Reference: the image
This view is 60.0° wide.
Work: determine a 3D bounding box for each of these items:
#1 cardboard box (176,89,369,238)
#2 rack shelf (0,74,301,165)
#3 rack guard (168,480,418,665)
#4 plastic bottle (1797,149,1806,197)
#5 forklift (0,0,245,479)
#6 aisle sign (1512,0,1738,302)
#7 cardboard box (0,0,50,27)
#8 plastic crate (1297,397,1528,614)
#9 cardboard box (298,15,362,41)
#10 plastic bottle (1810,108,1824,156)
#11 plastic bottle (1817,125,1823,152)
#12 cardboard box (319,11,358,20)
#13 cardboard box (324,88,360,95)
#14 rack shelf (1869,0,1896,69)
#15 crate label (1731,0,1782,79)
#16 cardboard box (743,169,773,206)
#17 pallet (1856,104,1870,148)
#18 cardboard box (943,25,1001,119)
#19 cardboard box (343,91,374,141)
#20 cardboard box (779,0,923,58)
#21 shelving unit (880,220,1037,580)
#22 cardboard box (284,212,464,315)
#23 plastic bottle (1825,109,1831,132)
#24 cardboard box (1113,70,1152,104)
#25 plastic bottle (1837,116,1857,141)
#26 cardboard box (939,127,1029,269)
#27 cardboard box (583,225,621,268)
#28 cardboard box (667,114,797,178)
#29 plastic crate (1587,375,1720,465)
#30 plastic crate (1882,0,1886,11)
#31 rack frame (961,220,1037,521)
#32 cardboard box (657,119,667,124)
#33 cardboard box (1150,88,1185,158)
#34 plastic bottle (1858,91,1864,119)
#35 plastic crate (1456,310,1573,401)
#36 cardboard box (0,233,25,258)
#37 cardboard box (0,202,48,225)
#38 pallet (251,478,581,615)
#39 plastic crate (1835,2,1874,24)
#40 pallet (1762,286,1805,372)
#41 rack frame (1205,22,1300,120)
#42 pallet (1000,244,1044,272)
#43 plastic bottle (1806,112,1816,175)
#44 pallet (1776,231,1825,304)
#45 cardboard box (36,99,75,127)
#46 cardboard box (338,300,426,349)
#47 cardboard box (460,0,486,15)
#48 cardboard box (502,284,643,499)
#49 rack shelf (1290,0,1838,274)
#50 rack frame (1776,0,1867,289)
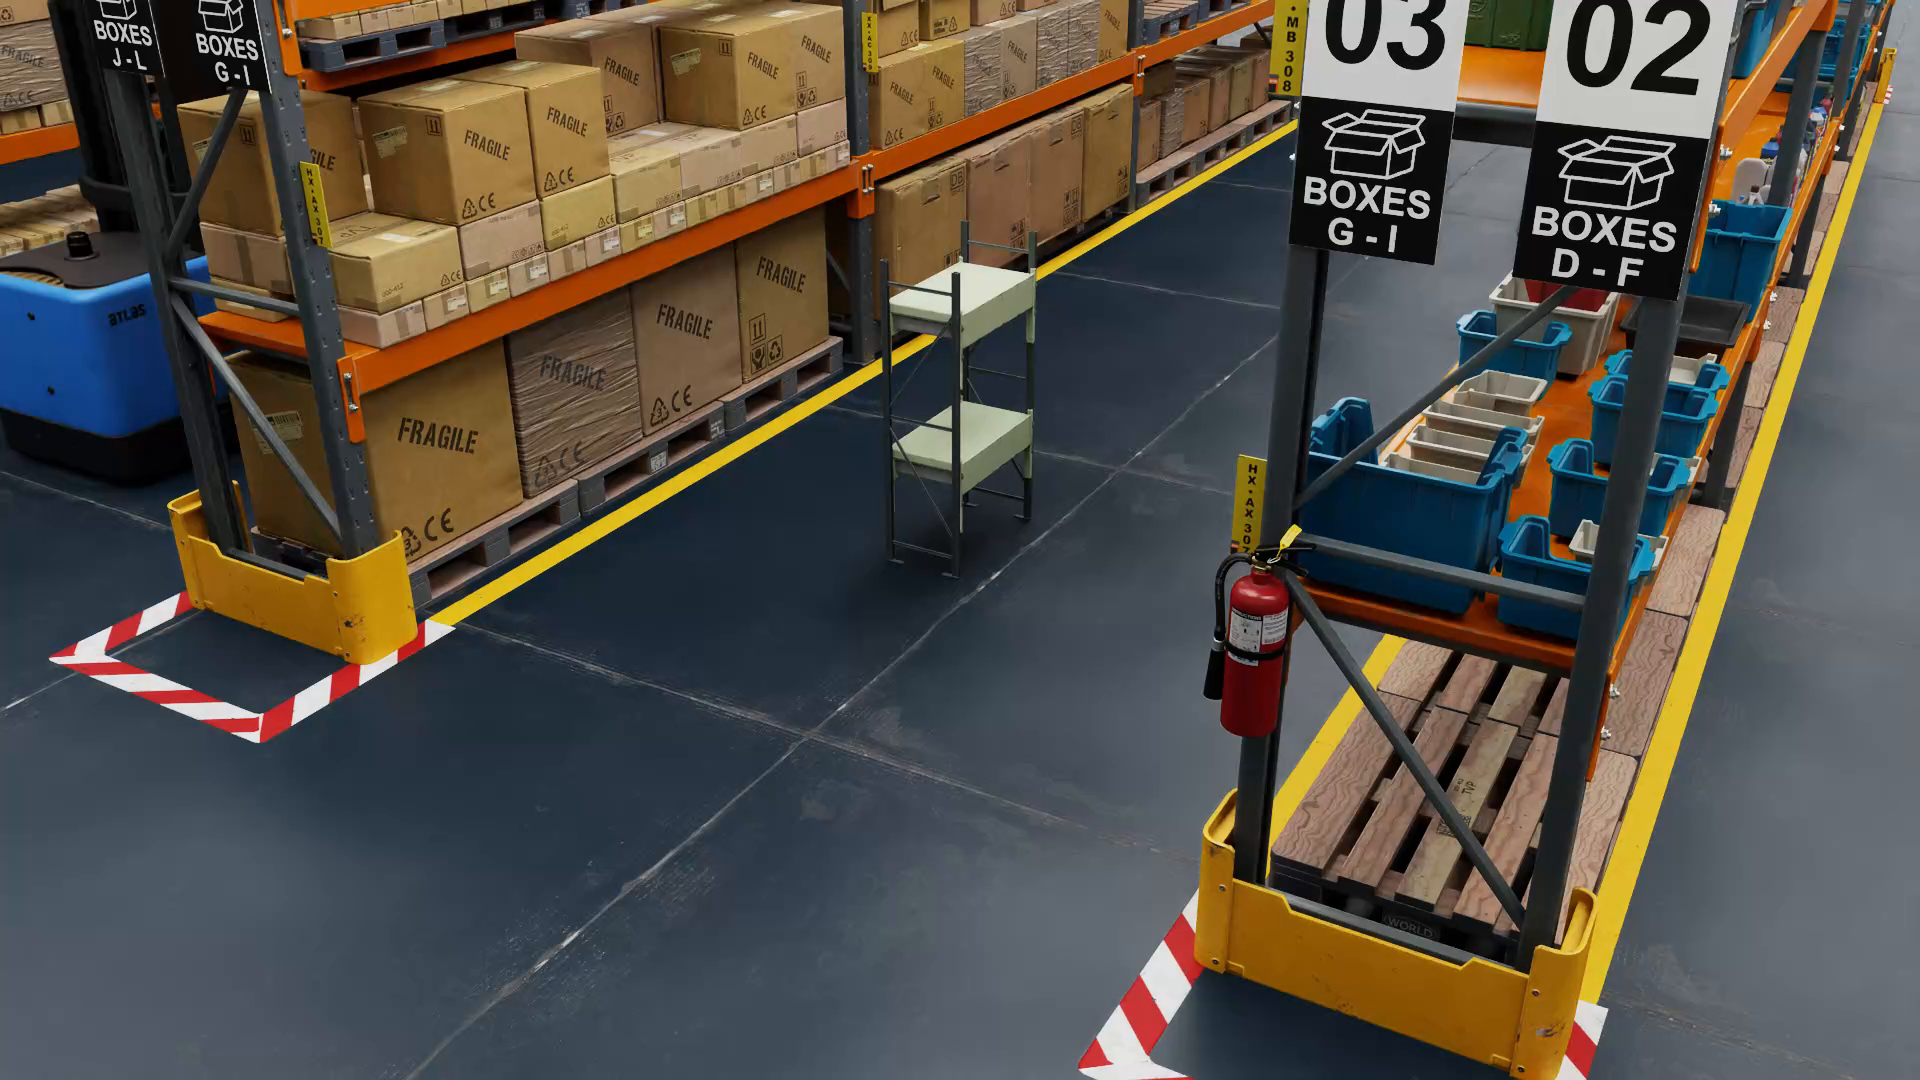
[{"bbox_3d":[-2.958,-1.644,7.181,0.500,0.500,0.500,15,30,27],"label":"cardboard box"},{"bbox_3d":[-6.254,-2.585,10.866,1.077,0.370,4.000,14,30,26],"label":"rack shelf"},{"bbox_3d":[-2.981,0.132,7.428,1.175,0.500,0.348,14,30,26],"label":"rack guard"},{"bbox_3d":[4.521,-1.993,9.024,0.097,0.271,0.097,0,27,0],"label":"plastic bottle"},{"bbox_3d":[-4.098,-2.255,9.480,1.130,2.935,3.031,13,30,25],"label":"forklift"},{"bbox_3d":[1.566,-0.974,3.940,0.394,0.787,0.004,14,30,26],"label":"aisle sign"},{"bbox_3d":[-6.020,-3.463,10.257,0.500,0.500,0.500,13,29,25],"label":"cardboard box"},{"bbox_3d":[1.345,-0.119,5.030,0.616,0.435,0.499,14,30,26],"label":"plastic crate"},{"bbox_3d":[-4.676,-3.813,12.329,0.380,0.149,0.250,13,29,24],"label":"cardboard box"},{"bbox_3d":[5.073,-2.431,9.898,0.097,0.271,0.097,0,27,0],"label":"plastic bottle"},{"bbox_3d":[5.121,-2.437,9.990,0.097,0.201,0.097,0,27,0],"label":"plastic bottle"},{"bbox_3d":[-4.676,-3.946,12.262,0.380,0.149,0.250,15,30,27],"label":"cardboard box"},{"bbox_3d":[-5.124,-3.437,13.251,0.500,0.250,0.500,13,30,25],"label":"cardboard box"},{"bbox_3d":[8.230,-5.039,15.769,1.077,0.370,4.000,14,30,26],"label":"rack shelf"},{"bbox_3d":[2.078,-1.468,4.646,0.408,0.251,0.502,14,30,26],"label":"crate label"},{"bbox_3d":[-1.246,-1.950,9.076,0.380,0.149,0.250,15,30,27],"label":"cardboard box"},{"bbox_3d":[8.212,-4.064,16.133,1.003,0.211,1.213,14,30,26],"label":"pallet"},{"bbox_3d":[-0.064,-3.114,11.008,0.500,0.500,0.500,13,30,25],"label":"cardboard box"},{"bbox_3d":[-4.676,-3.321,13.019,0.500,0.250,0.500,13,29,24],"label":"cardboard box"},{"bbox_3d":[-0.694,-3.298,10.255,0.797,0.503,0.637,13,30,25],"label":"cardboard box"},{"bbox_3d":[0.003,-0.673,7.919,0.431,1.500,0.755,14,30,26],"label":"shelving unit"},{"bbox_3d":[-2.498,-1.189,7.109,0.500,0.250,0.500,13,30,25],"label":"cardboard box"},{"bbox_3d":[5.378,-2.641,10.397,0.097,0.201,0.097,0,27,0],"label":"plastic bottle"},{"bbox_3d":[1.270,-3.795,13.944,0.500,0.250,0.500,16,31,28],"label":"cardboard box"},{"bbox_3d":[7.920,-3.720,14.881,0.152,0.276,0.135,15,30,28],"label":"plastic bottle"},{"bbox_3d":[-0.265,-2.394,11.586,1.225,0.875,0.875,13,29,24],"label":"cardboard box"},{"bbox_3d":[-1.877,-1.450,8.077,0.380,0.149,0.250,14,30,26],"label":"cardboard box"},{"bbox_3d":[-1.243,-2.188,9.105,0.500,0.250,0.500,15,30,28],"label":"cardboard box"},{"bbox_3d":[2.399,-0.393,5.805,0.416,0.233,0.300,14,30,26],"label":"plastic crate"},{"bbox_3d":[7.615,-4.730,14.416,0.767,0.338,0.504,14,30,26],"label":"plastic crate"},{"bbox_3d":[0.183,-0.816,8.204,0.400,1.500,0.023,14,30,26],"label":"rack frame"},{"bbox_3d":[-1.710,-2.302,9.333,0.500,0.250,0.500,14,30,26],"label":"cardboard box"},{"bbox_3d":[1.540,-3.677,14.544,0.700,0.500,0.500,12,29,22],"label":"cardboard box"},{"bbox_3d":[8.398,-4.128,15.614,0.144,0.351,0.185,16,31,28],"label":"plastic bottle"},{"bbox_3d":[2.130,-0.713,6.444,0.416,0.233,0.300,14,30,26],"label":"plastic crate"},{"bbox_3d":[-6.223,-1.860,10.666,0.380,0.149,0.250,15,30,28],"label":"cardboard box"},{"bbox_3d":[-6.411,-2.173,11.290,0.380,0.149,0.250,14,30,26],"label":"cardboard box"},{"bbox_3d":[-2.644,-0.077,8.168,1.003,0.211,1.213,14,30,26],"label":"pallet"},{"bbox_3d":[6.340,-3.613,12.046,0.402,0.464,0.583,14,30,26],"label":"plastic crate"},{"bbox_3d":[4.927,-1.459,10.929,1.003,0.211,1.213,14,30,26],"label":"pallet"},{"bbox_3d":[2.934,-5.672,16.230,1.000,3.000,0.127,14,30,26],"label":"rack frame"},{"bbox_3d":[-0.088,-2.102,12.213,1.003,0.211,1.213,14,30,26],"label":"pallet"},{"bbox_3d":[4.774,-2.250,9.450,0.144,0.351,0.185,14,30,26],"label":"plastic bottle"},{"bbox_3d":[5.693,-2.069,12.147,1.003,0.211,1.213,14,30,26],"label":"pallet"},{"bbox_3d":[-5.913,-2.785,10.744,0.380,0.149,0.250,15,30,27],"label":"cardboard box"},{"bbox_3d":[-2.507,-0.949,7.075,0.380,0.149,0.250,15,30,27],"label":"cardboard box"},{"bbox_3d":[-4.038,-4.324,13.348,0.380,0.149,0.250,14,30,25],"label":"cardboard box"},{"bbox_3d":[-2.276,-0.855,8.511,0.875,0.875,0.875,14,30,26],"label":"cardboard box"},{"bbox_3d":[2.327,-1.704,5.755,1.077,0.370,4.000,14,30,26],"label":"rack shelf"},{"bbox_3d":[5.278,-3.022,10.937,1.000,3.000,0.127,14,30,26],"label":"rack frame"}]
